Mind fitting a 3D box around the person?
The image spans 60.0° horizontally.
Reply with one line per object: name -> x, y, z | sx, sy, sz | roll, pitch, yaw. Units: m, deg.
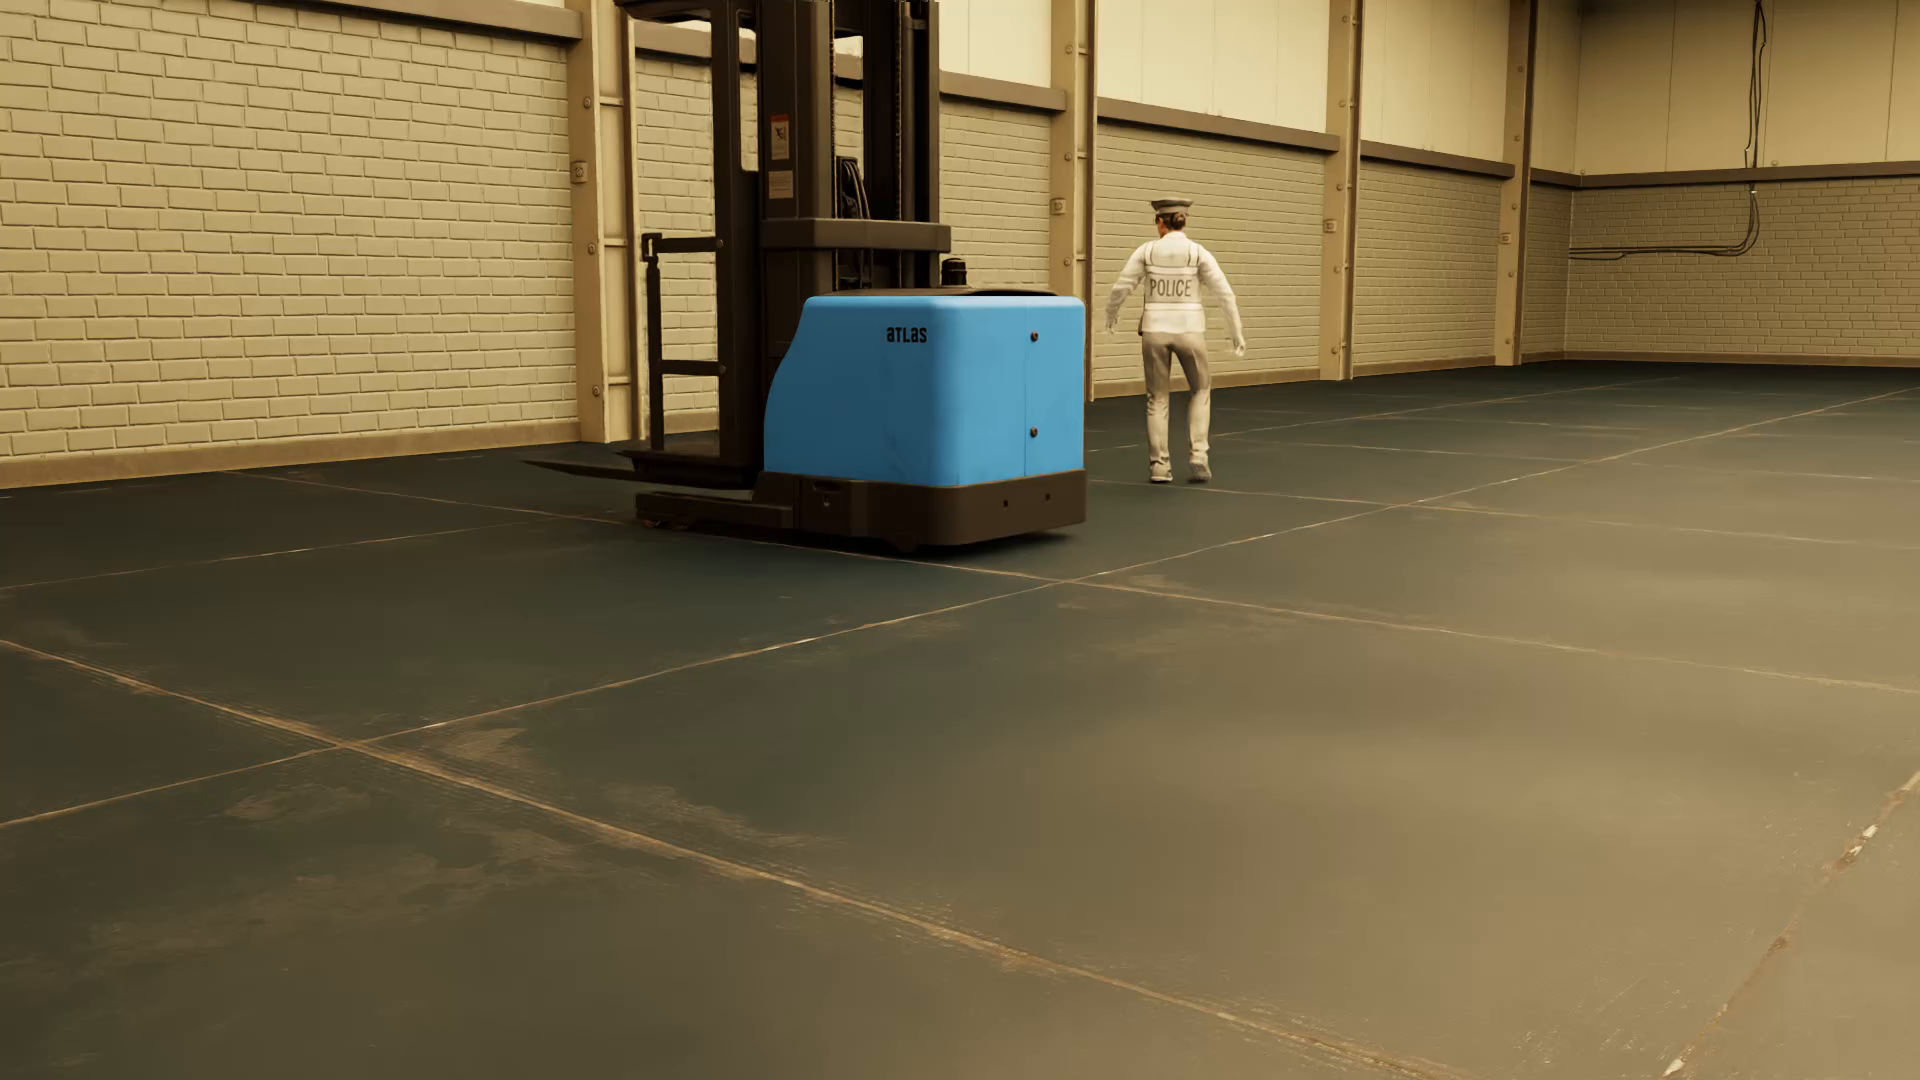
person -> 1.235, -1.143, 9.699 | 0.837, 1.685, 0.442 | 2, 9, 16

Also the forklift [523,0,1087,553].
forklift -> -0.899, -1.545, 7.840 | 3.031, 2.935, 1.130 | 7, 11, 38
